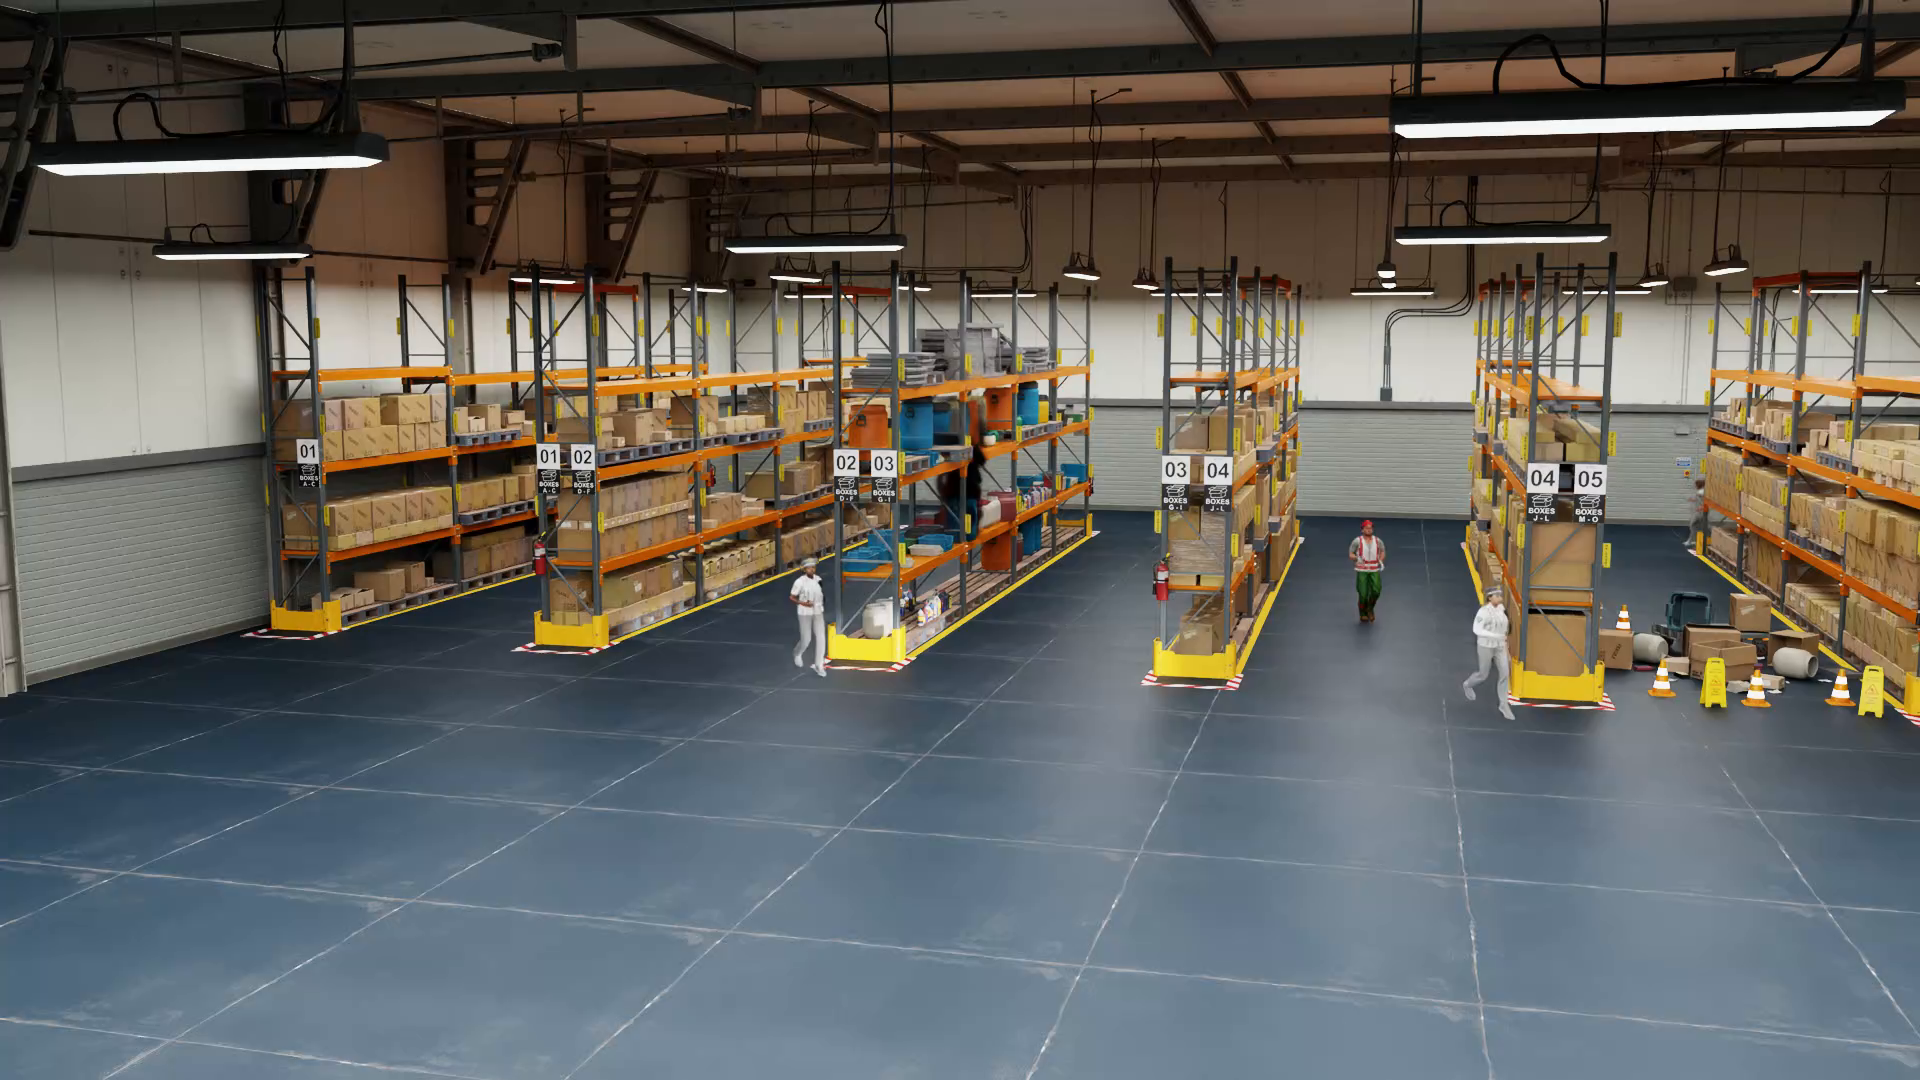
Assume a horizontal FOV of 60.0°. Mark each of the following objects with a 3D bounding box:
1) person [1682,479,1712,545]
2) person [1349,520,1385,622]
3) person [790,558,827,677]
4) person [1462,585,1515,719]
[{"bbox_3d":[17.026,-0.617,38.162,0.838,1.572,0.568,5,9,33],"label":"person"},{"bbox_3d":[6.943,0.541,28.249,0.640,1.746,0.606,0,7,3],"label":"person"},{"bbox_3d":[-2.200,1.101,24.246,0.586,1.711,0.779,-4,8,-28],"label":"person"},{"bbox_3d":[6.935,1.418,21.756,0.645,1.719,0.944,-3,8,-24],"label":"person"}]
